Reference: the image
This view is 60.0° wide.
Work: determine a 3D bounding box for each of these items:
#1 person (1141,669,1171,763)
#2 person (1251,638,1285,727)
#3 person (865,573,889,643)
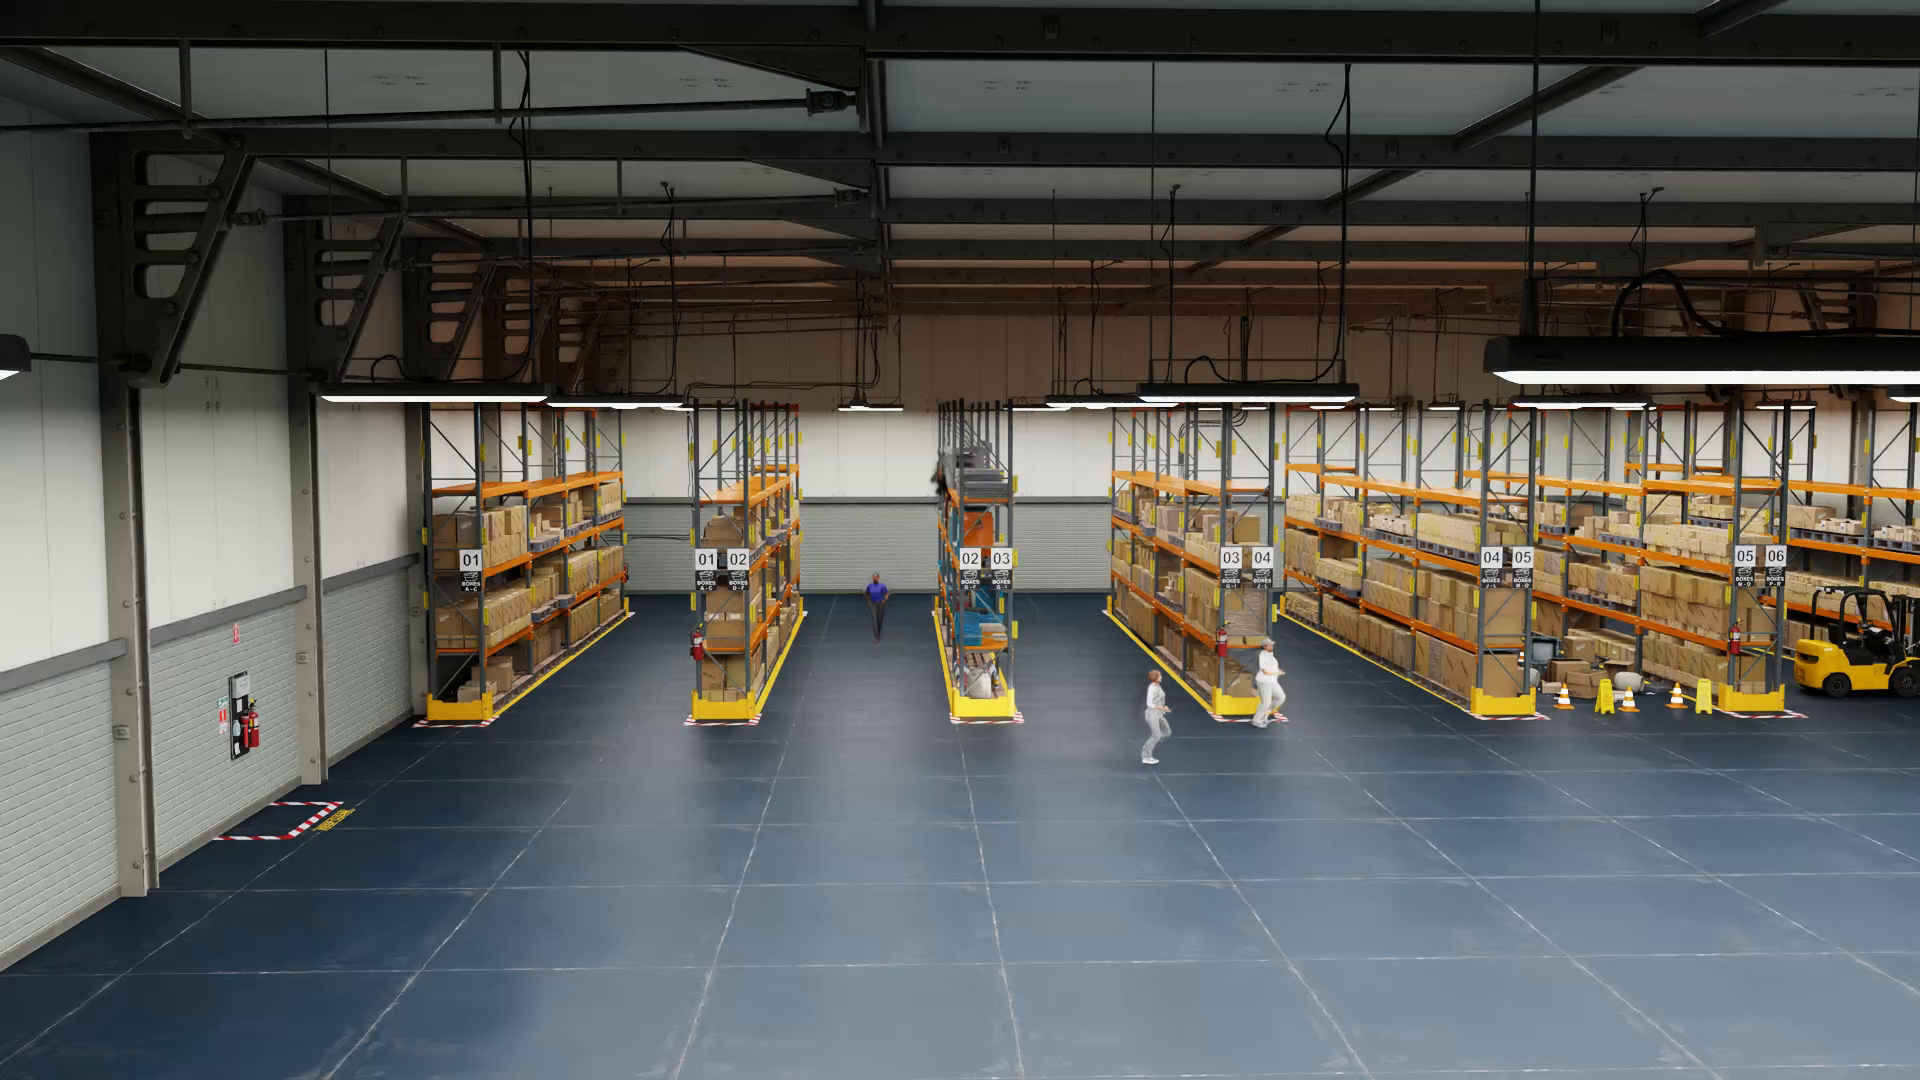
[{"bbox_3d":[3.216,2.878,27.106,0.530,1.556,0.510,2,5,22],"label":"person"},{"bbox_3d":[5.639,2.597,30.326,0.610,1.631,0.586,2,5,27],"label":"person"},{"bbox_3d":[-1.989,1.616,39.742,0.586,1.654,0.582,0,4,1],"label":"person"}]
